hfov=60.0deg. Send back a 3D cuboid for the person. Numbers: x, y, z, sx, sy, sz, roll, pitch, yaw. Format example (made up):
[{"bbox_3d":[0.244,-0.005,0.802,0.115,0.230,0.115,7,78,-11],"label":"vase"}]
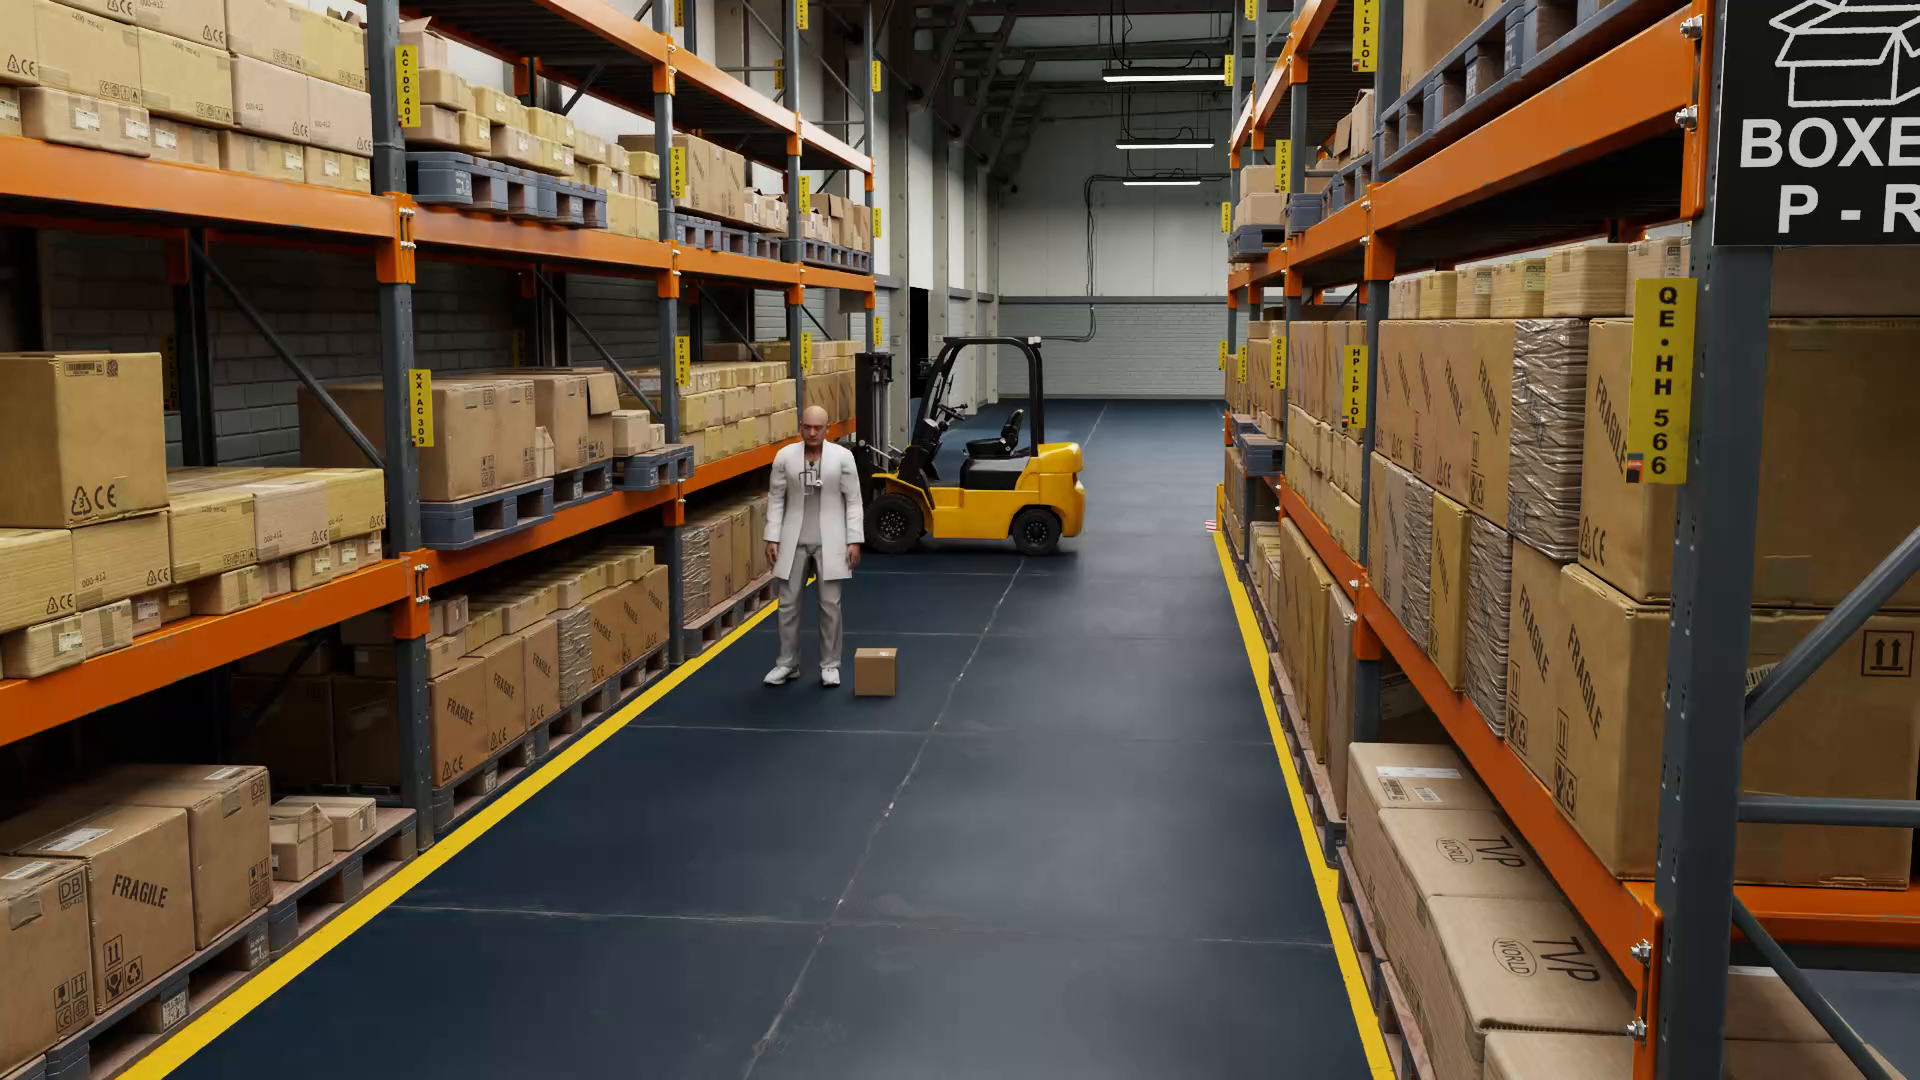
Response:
[{"bbox_3d":[-0.932,0.031,10.608,0.653,1.774,0.423,1,7,4],"label":"person"}]
